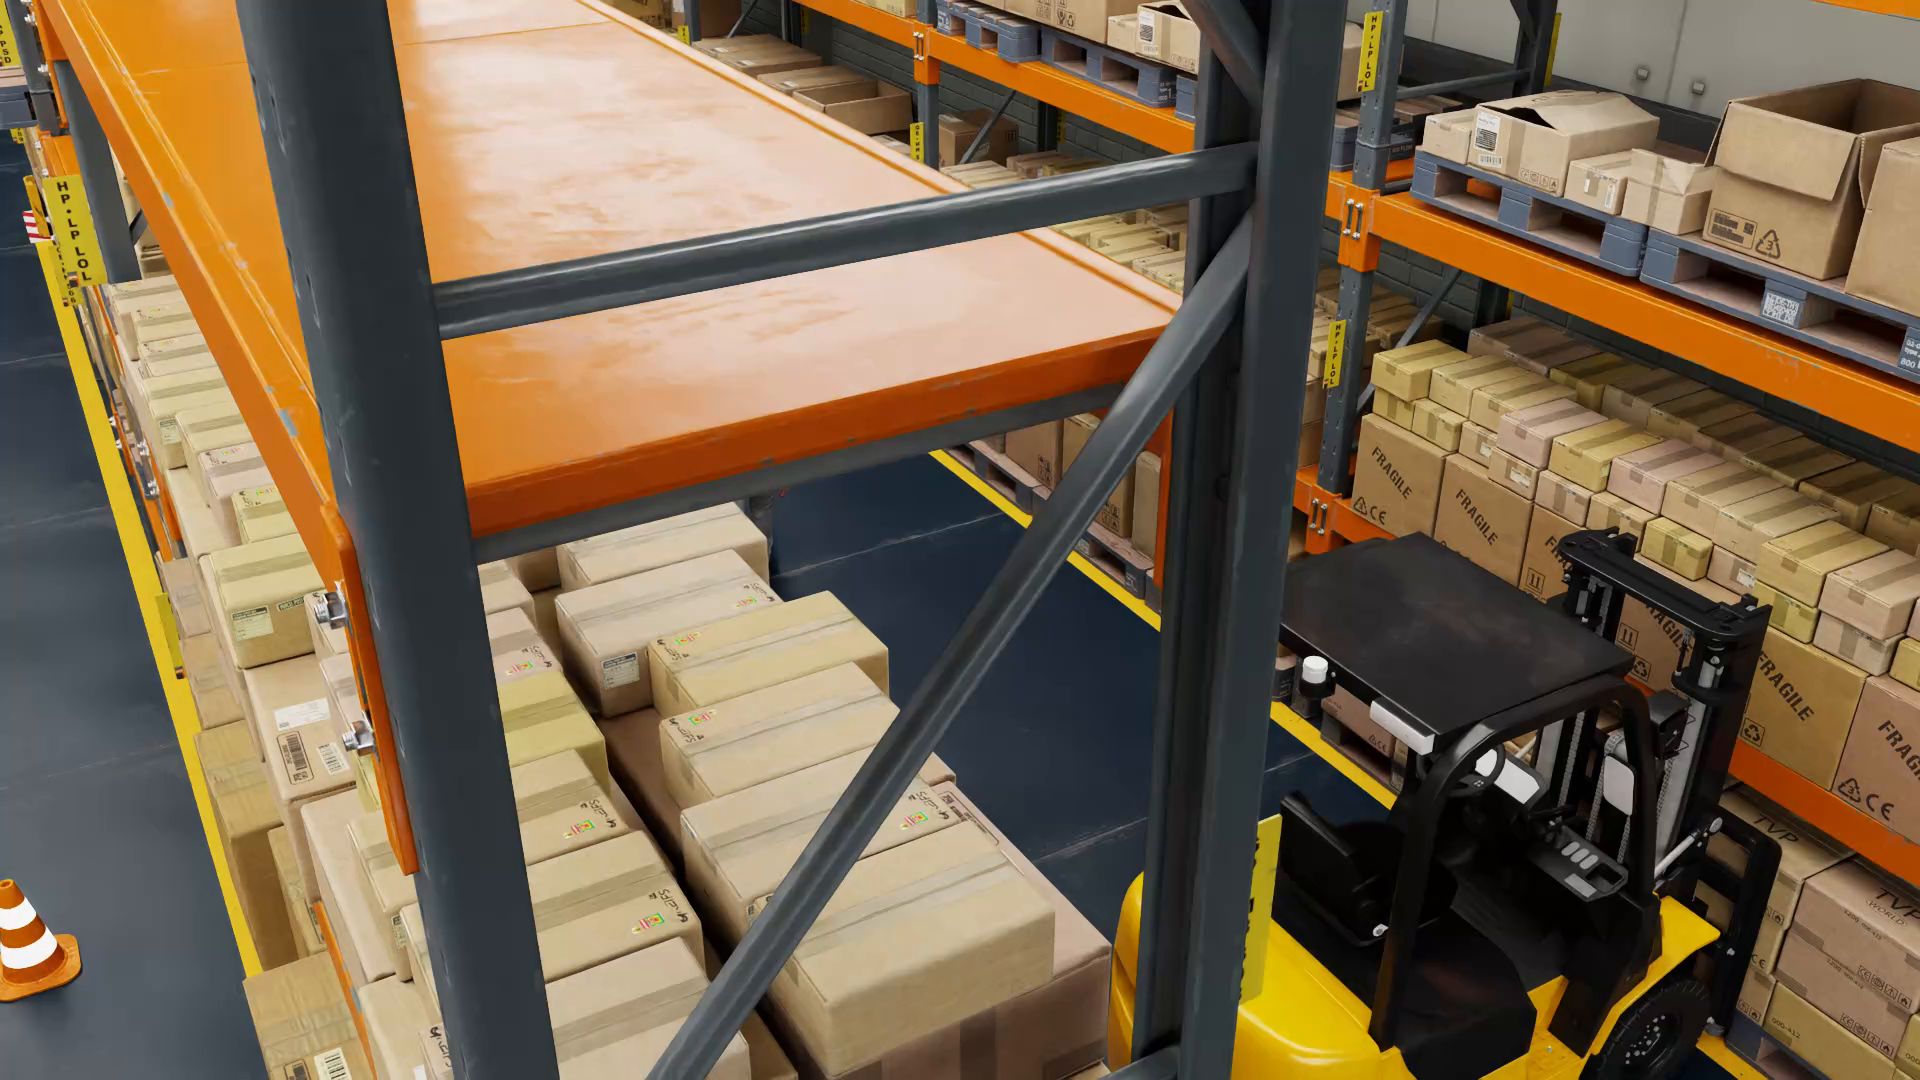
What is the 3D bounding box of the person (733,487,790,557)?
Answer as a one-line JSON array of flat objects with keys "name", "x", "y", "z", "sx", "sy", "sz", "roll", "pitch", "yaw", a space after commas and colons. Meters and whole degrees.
[{"name": "person", "x": -1.256, "y": -0.518, "z": 9.445, "sx": 0.580, "sy": 1.703, "sz": 1.053, "roll": -5, "pitch": 29, "yaw": -9}]
